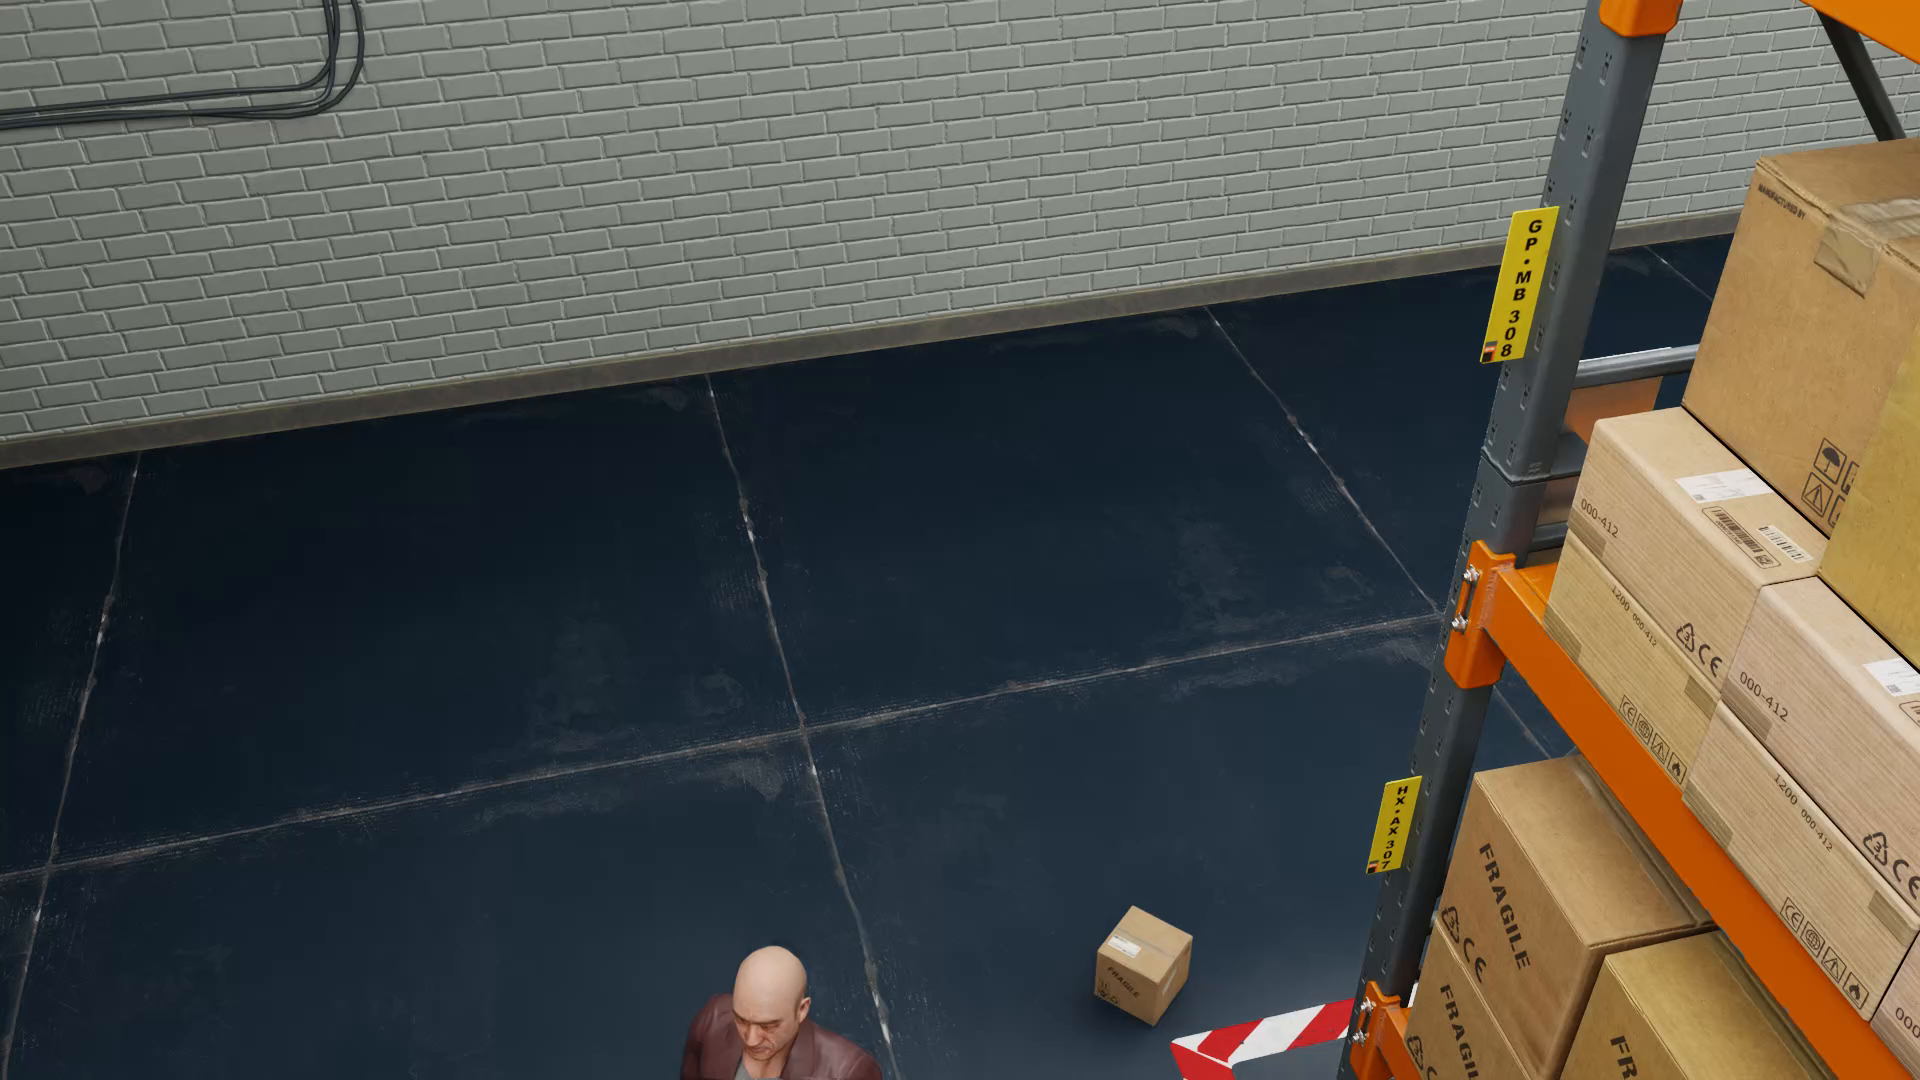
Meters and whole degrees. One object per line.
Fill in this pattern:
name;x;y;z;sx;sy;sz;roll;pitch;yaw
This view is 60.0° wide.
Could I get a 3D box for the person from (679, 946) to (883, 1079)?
person;-0.498;1.779;4.447;0.576;1.844;0.560;20;42;24
